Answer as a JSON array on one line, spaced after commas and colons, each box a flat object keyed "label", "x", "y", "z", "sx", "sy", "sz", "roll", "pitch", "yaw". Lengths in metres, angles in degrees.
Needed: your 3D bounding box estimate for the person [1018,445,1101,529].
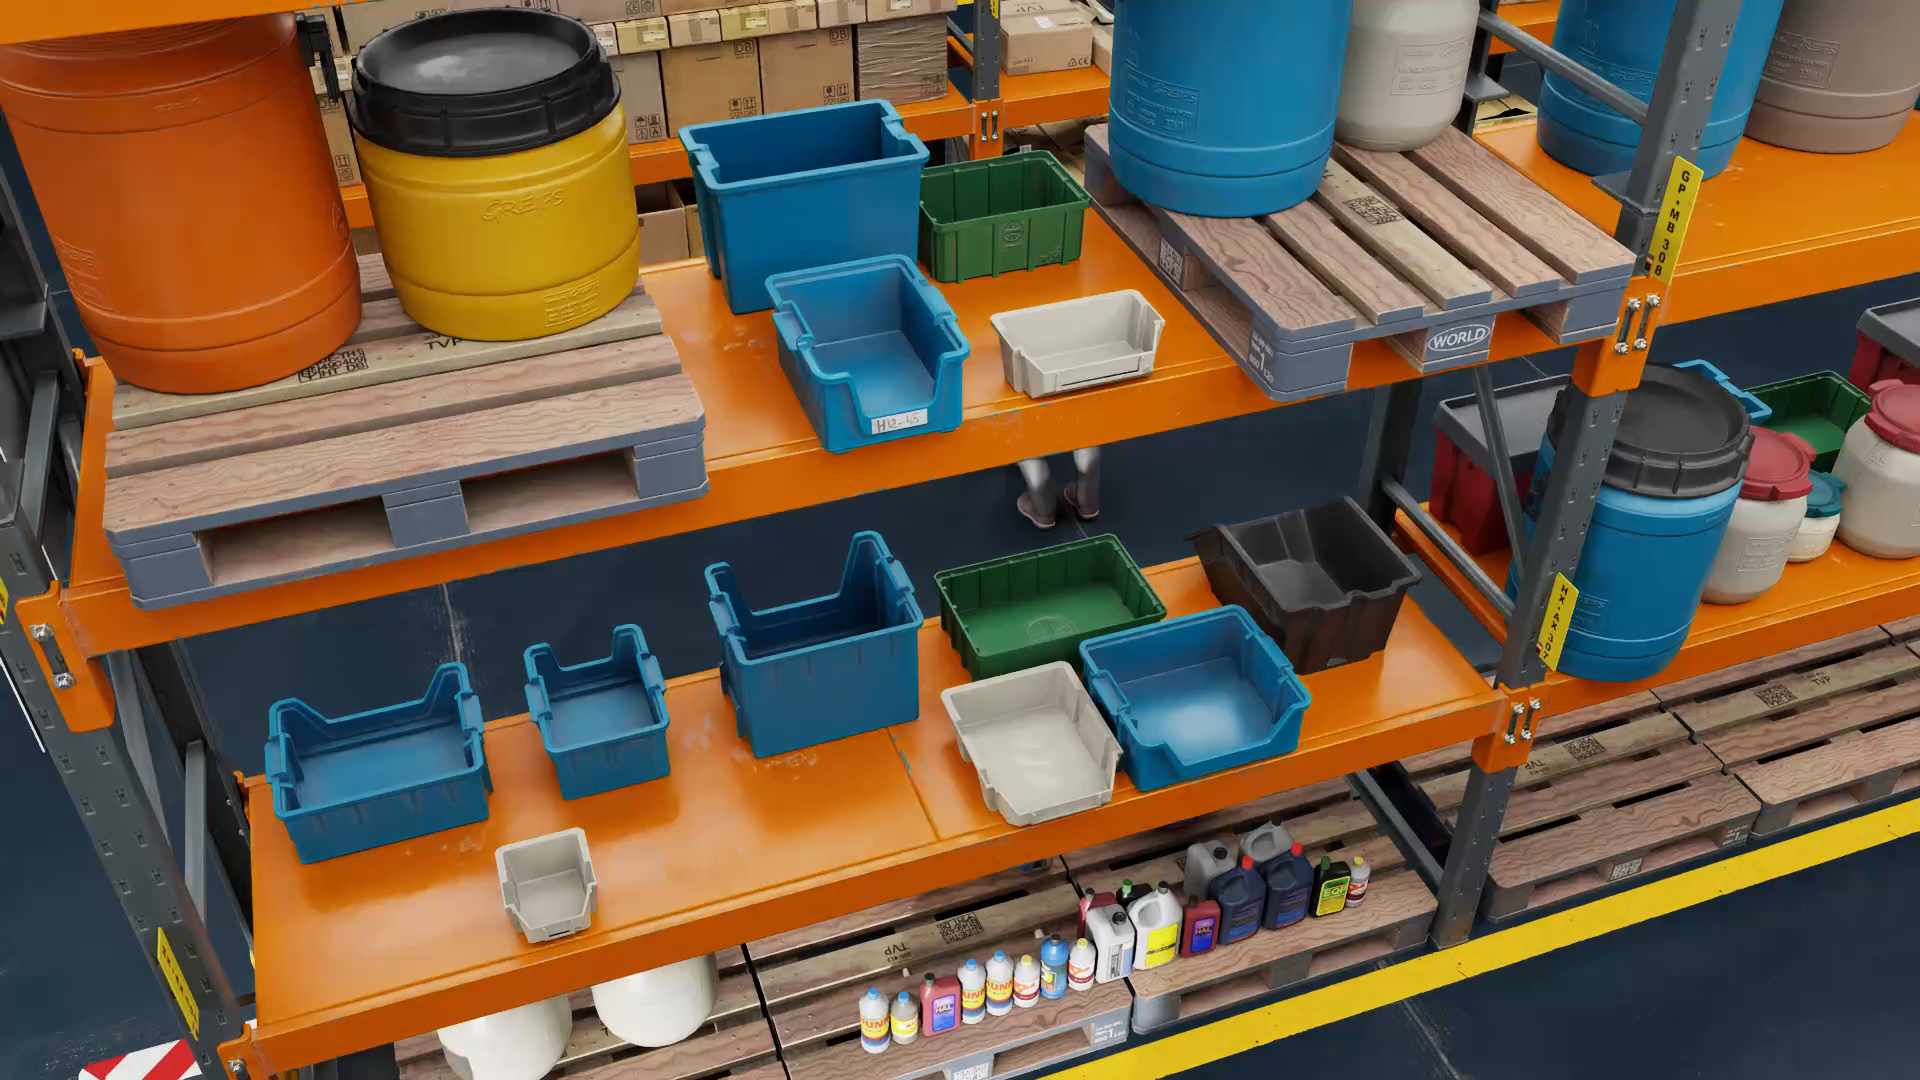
[{"label": "person", "x": 0.418, "y": -0.671, "z": 8.156, "sx": 0.429, "sy": 1.038, "sz": 0.876, "roll": -14, "pitch": 40, "yaw": -17}]
